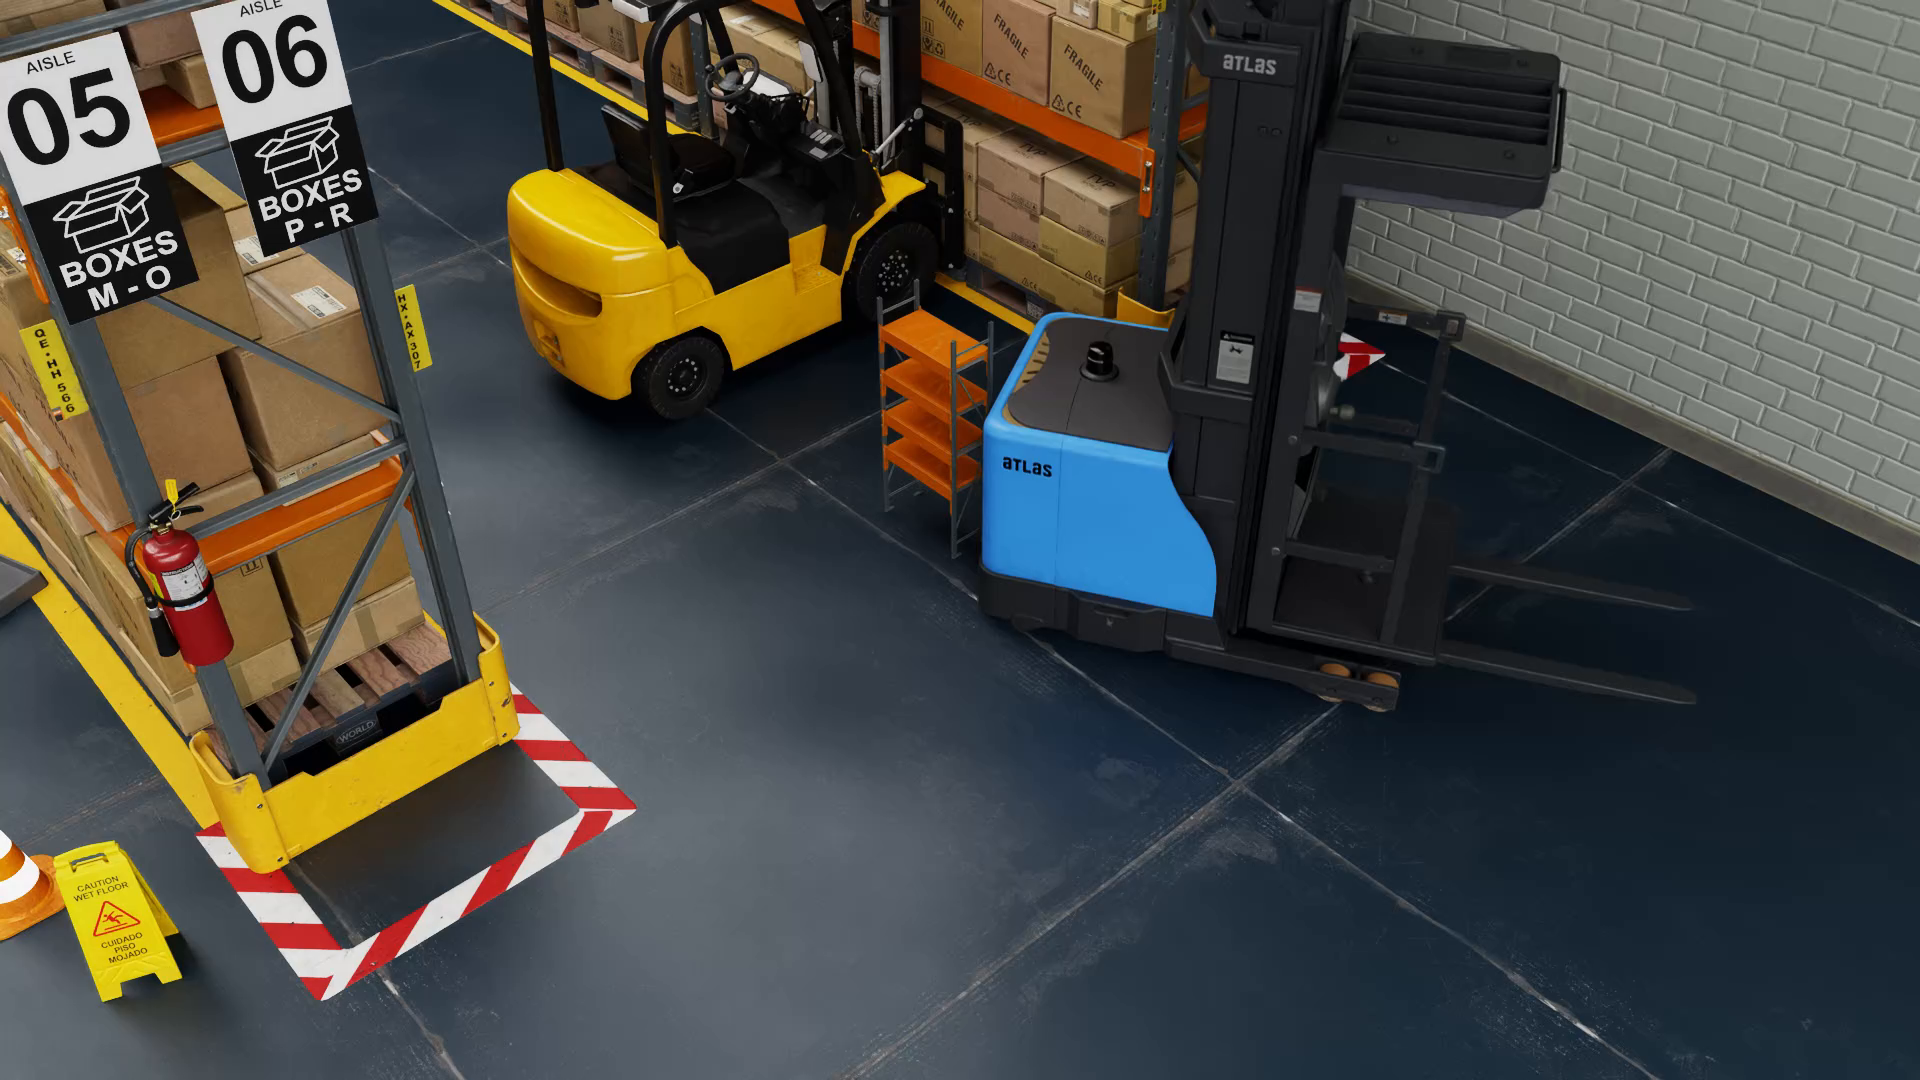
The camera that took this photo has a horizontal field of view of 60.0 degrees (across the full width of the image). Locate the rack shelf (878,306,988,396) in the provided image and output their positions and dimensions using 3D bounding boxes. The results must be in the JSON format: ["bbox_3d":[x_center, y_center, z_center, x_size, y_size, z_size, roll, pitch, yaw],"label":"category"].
[{"bbox_3d":[-0.112,-0.849,7.429,0.258,0.148,0.480,-30,48,-32],"label":"rack shelf"}]

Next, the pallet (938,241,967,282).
[{"bbox_3d":[-0.029,-2.090,10.377,1.003,0.211,1.213,-30,48,-32],"label":"pallet"}]

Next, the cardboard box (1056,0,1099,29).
[{"bbox_3d":[0.704,-2.712,8.333,0.380,0.149,0.250,-29,47,-31],"label":"cardboard box"}]

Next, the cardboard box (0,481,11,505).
[{"bbox_3d":[-4.450,-0.478,8.016,0.500,0.250,0.500,-27,46,-30],"label":"cardboard box"}]

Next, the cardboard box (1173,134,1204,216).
[{"bbox_3d":[1.154,-2.060,9.179,0.500,0.250,0.500,-31,48,-32],"label":"cardboard box"}]

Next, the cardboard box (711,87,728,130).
[{"bbox_3d":[-1.282,-2.854,10.959,0.500,0.250,0.500,-29,47,-31],"label":"cardboard box"}]

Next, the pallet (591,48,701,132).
[{"bbox_3d":[-1.893,-3.365,11.956,1.003,0.211,1.213,-30,48,-32],"label":"pallet"}]

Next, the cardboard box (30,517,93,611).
[{"bbox_3d":[-3.761,0.001,7.424,0.500,0.250,0.500,-32,49,-33],"label":"cardboard box"}]

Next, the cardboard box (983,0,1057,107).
[{"bbox_3d":[0.469,-2.673,8.801,0.500,0.500,0.500,-28,47,-31],"label":"cardboard box"}]

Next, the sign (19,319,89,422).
[{"bbox_3d":[-2.736,-0.510,5.029,0.100,0.325,0.005,-30,48,-32],"label":"sign"}]

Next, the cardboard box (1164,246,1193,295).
[{"bbox_3d":[1.152,-1.678,9.502,0.500,0.250,0.500,-30,48,-32],"label":"cardboard box"}]

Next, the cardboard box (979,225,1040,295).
[{"bbox_3d":[0.460,-1.685,9.511,0.500,0.250,0.500,-30,48,-32],"label":"cardboard box"}]

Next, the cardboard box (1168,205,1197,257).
[{"bbox_3d":[1.175,-1.868,9.340,0.500,0.250,0.500,-29,47,-31],"label":"cardboard box"}]

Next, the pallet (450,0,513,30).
[{"bbox_3d":[-3.543,-4.494,13.354,1.003,0.211,1.213,-30,48,-32],"label":"pallet"}]

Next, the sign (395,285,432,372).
[{"bbox_3d":[-1.914,-0.730,5.786,0.100,0.325,0.005,-30,48,-32],"label":"sign"}]

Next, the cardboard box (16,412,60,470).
[{"bbox_3d":[-3.331,-0.452,6.330,0.380,0.149,0.250,-29,47,-31],"label":"cardboard box"}]

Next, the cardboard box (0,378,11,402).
[{"bbox_3d":[-3.555,-0.918,6.391,0.500,0.500,0.500,-30,48,-32],"label":"cardboard box"}]

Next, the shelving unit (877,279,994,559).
[{"bbox_3d":[-0.112,-0.543,7.676,0.258,1.200,0.503,-30,48,-32],"label":"shelving unit"}]

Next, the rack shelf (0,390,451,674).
[{"bbox_3d":[-3.667,-0.809,7.144,1.077,0.370,4.000,-30,48,-32],"label":"rack shelf"}]

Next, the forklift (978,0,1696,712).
[{"bbox_3d":[1.658,-0.789,6.602,3.031,2.935,1.130,11,40,14],"label":"forklift"}]

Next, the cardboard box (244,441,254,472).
[{"bbox_3d":[-2.573,-0.421,6.292,0.380,0.149,0.250,-29,47,-31],"label":"cardboard box"}]

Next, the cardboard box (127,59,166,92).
[{"bbox_3d":[-2.543,-1.607,5.373,0.380,0.149,0.250,-32,48,-33],"label":"cardboard box"}]

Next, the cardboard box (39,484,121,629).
[{"bbox_3d":[-3.403,-0.048,6.888,0.500,0.500,0.500,-28,47,-30],"label":"cardboard box"}]

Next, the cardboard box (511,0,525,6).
[{"bbox_3d":[-3.211,-4.622,12.850,0.875,0.625,0.625,-28,47,-30],"label":"cardboard box"}]

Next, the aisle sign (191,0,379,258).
[{"bbox_3d":[-2.044,-1.277,5.083,0.394,0.787,0.004,-30,48,-32],"label":"aisle sign"}]

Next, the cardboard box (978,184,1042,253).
[{"bbox_3d":[0.449,-1.891,9.369,0.500,0.250,0.500,-30,48,-32],"label":"cardboard box"}]

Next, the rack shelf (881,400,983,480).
[{"bbox_3d":[-0.112,-0.491,7.718,0.258,0.148,0.480,-30,48,-32],"label":"rack shelf"}]

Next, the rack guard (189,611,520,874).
[{"bbox_3d":[-2.365,0.774,6.601,1.175,0.500,0.348,-30,48,-32],"label":"rack guard"}]

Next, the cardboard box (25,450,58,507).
[{"bbox_3d":[-3.513,-0.320,6.707,0.380,0.149,0.250,-29,47,-31],"label":"cardboard box"}]

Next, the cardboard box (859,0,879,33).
[{"bbox_3d":[-0.225,-3.138,9.376,0.500,0.500,0.500,-30,47,-31],"label":"cardboard box"}]

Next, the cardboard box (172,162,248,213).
[{"bbox_3d":[-3.128,-1.128,6.651,0.500,0.500,0.500,-31,48,-33],"label":"cardboard box"}]

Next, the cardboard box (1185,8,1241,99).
[{"bbox_3d":[1.209,-2.660,8.785,0.500,0.500,0.500,-28,47,-30],"label":"cardboard box"}]

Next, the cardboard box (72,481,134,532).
[{"bbox_3d":[-2.977,-0.218,6.040,0.380,0.149,0.250,-31,48,-32],"label":"cardboard box"}]

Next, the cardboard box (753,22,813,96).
[{"bbox_3d":[-0.931,-3.010,10.355,0.500,0.250,0.500,-30,48,-32],"label":"cardboard box"}]

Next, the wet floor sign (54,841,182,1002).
[{"bbox_3d":[-2.974,1.296,5.840,0.267,0.644,0.232,-15,41,-17],"label":"wet floor sign"}]

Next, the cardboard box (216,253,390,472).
[{"bbox_3d":[-2.430,-0.655,6.065,0.500,0.500,0.500,-31,48,-32],"label":"cardboard box"}]

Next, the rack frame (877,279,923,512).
[{"bbox_3d":[-0.277,-0.656,7.816,0.240,1.200,0.015,-30,48,-32],"label":"rack frame"}]

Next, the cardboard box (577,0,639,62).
[{"bbox_3d":[-2.246,-3.964,12.034,0.875,0.625,0.625,-30,48,-32],"label":"cardboard box"}]

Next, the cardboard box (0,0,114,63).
[{"bbox_3d":[-2.858,-1.510,4.935,0.500,0.250,0.500,-31,48,-32],"label":"cardboard box"}]

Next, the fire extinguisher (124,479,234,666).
[{"bbox_3d":[-2.576,0.116,5.489,0.296,0.674,0.183,-30,48,-32],"label":"fire extinguisher"}]

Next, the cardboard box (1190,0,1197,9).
[{"bbox_3d":[1.301,-2.832,8.482,0.380,0.149,0.250,-31,48,-33],"label":"cardboard box"}]

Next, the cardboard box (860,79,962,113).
[{"bbox_3d":[-0.237,-2.538,9.771,0.500,0.250,0.500,-31,48,-33],"label":"cardboard box"}]

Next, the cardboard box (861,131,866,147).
[{"bbox_3d":[-0.251,-2.354,9.942,0.500,0.250,0.500,-30,48,-32],"label":"cardboard box"}]

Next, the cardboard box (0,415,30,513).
[{"bbox_3d":[-4.099,-0.528,7.482,0.500,0.500,0.500,-27,46,-30],"label":"cardboard box"}]

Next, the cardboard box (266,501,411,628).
[{"bbox_3d":[-2.672,-0.050,6.890,0.500,0.500,0.500,-32,49,-33],"label":"cardboard box"}]

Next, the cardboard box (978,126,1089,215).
[{"bbox_3d":[0.449,-2.071,9.193,0.500,0.250,0.500,-29,47,-31],"label":"cardboard box"}]

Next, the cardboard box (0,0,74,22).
[{"bbox_3d":[-2.760,-1.573,4.697,0.380,0.149,0.250,-29,47,-31],"label":"cardboard box"}]

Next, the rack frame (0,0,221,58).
[{"bbox_3d":[-2.314,-2.497,3.887,1.000,3.000,0.127,-30,48,-32],"label":"rack frame"}]

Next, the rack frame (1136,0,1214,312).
[{"bbox_3d":[1.340,-2.274,8.386,1.000,3.000,0.127,-30,48,-32],"label":"rack frame"}]

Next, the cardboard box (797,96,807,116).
[{"bbox_3d":[-0.924,-2.826,10.526,0.500,0.250,0.500,-30,48,-32],"label":"cardboard box"}]

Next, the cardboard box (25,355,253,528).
[{"bbox_3d":[-2.884,-0.452,5.813,0.500,0.500,0.500,-31,48,-32],"label":"cardboard box"}]

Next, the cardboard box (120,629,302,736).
[{"bbox_3d":[-3.075,0.472,6.840,0.500,0.250,0.500,-30,48,-32],"label":"cardboard box"}]
